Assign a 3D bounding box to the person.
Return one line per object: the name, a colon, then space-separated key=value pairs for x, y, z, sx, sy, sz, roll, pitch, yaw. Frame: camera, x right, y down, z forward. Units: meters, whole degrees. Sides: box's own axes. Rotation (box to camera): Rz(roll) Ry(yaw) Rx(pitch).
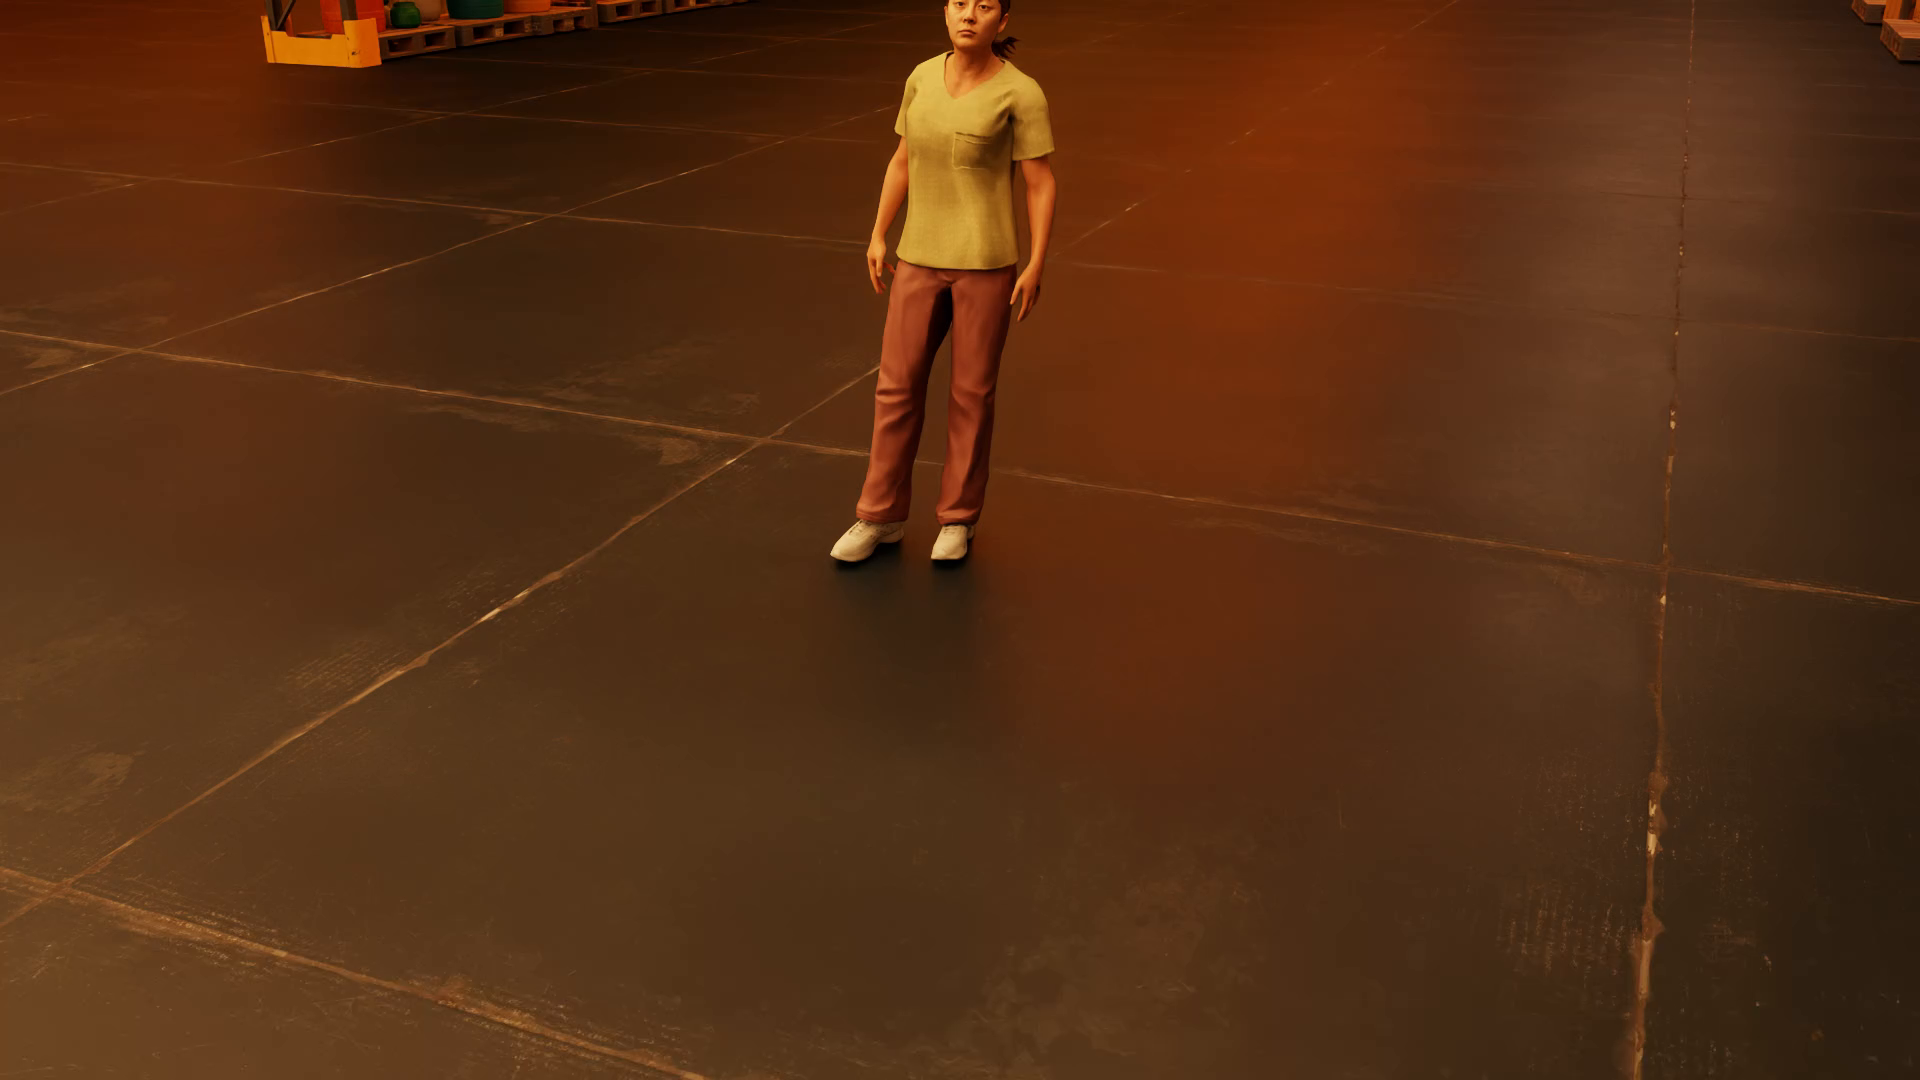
person: x=-0.039 y=-0.755 z=4.708 sx=0.553 sy=1.673 sz=0.548 roll=9 pitch=24 yaw=21
